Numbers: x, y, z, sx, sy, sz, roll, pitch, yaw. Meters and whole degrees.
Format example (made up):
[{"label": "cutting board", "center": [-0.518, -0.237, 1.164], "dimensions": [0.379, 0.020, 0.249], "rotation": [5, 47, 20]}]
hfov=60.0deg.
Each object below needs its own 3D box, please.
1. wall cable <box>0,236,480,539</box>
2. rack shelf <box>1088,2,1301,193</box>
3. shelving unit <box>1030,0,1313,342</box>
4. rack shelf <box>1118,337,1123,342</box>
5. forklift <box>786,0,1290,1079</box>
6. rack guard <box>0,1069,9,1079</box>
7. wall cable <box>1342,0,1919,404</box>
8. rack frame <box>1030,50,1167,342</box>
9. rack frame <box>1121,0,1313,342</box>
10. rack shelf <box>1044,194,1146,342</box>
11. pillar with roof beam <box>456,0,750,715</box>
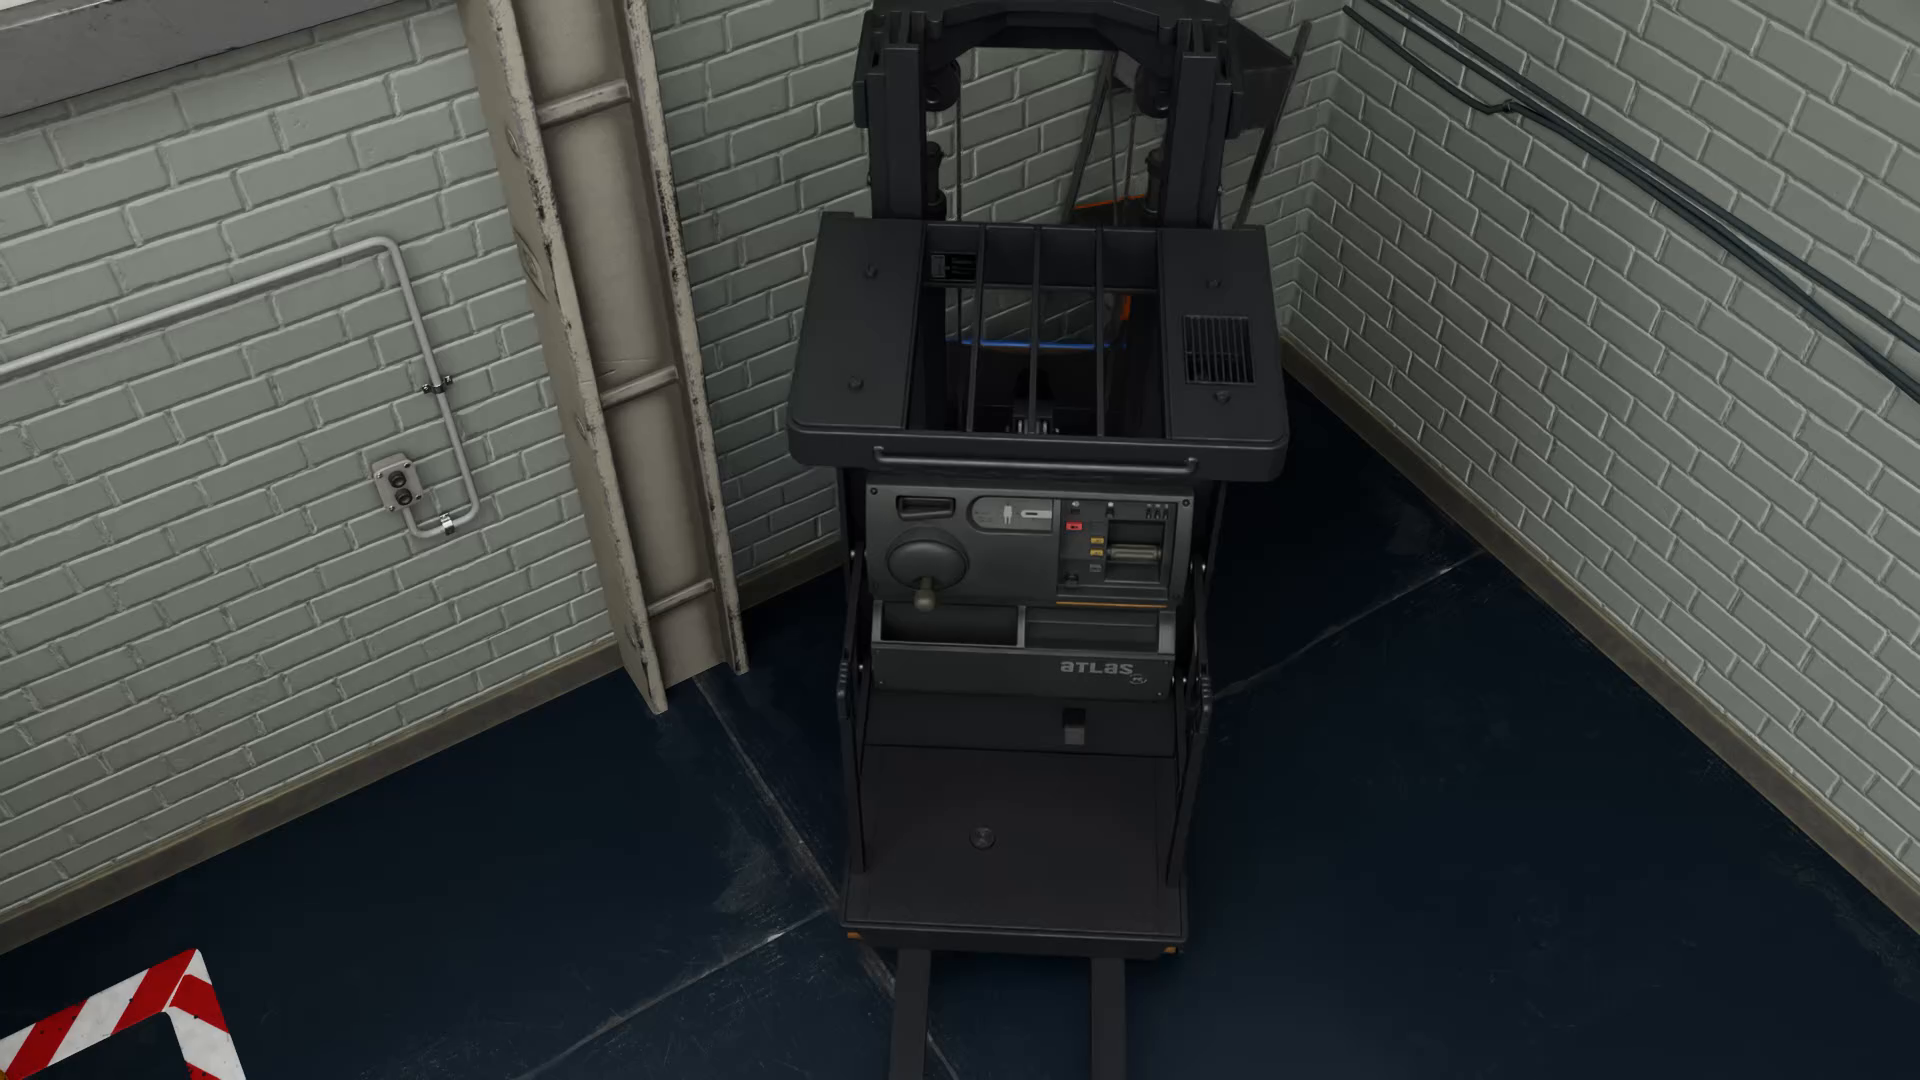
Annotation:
[{"label": "wall cable", "center": [-2.280, -0.351, 4.319], "dimensions": [1.851, 1.984, 0.084], "rotation": [-25, 53, -21]}, {"label": "rack shelf", "center": [0.777, -1.483, 5.671], "dimensions": [0.480, 0.518, 0.431], "rotation": [-17, 48, -32]}, {"label": "shelving unit", "center": [0.647, -0.967, 6.105], "dimensions": [0.503, 2.100, 0.431], "rotation": [-17, 48, -32]}, {"label": "rack shelf", "center": [0.512, -0.430, 6.556], "dimensions": [0.480, 0.518, 0.431], "rotation": [-17, 48, -32]}, {"label": "forklift", "center": [0.186, 0.124, 4.622], "dimensions": [1.130, 2.935, 3.031], "rotation": [2, 48, 2]}, {"label": "rack guard", "center": [-2.838, 1.916, 4.654], "dimensions": [0.348, 0.500, 1.175], "rotation": [-25, 53, -21]}, {"label": "wall cable", "center": [2.116, -1.896, 4.437], "dimensions": [0.112, 2.526, 3.097], "rotation": [-25, 53, -21]}, {"label": "rack frame", "center": [0.450, -0.907, 5.975], "dimensions": [0.015, 2.100, 0.400], "rotation": [-17, 48, -32]}, {"label": "rack frame", "center": [0.845, -1.026, 6.235], "dimensions": [0.015, 2.100, 0.400], "rotation": [-17, 48, -32]}, {"label": "rack shelf", "center": [0.645, -0.957, 6.113], "dimensions": [0.480, 0.518, 0.431], "rotation": [-17, 48, -32]}, {"label": "pillar with roof beam", "center": [1.260, 0.196, 0.495], "dimensions": [0.400, 9.000, 9.100], "rotation": [-25, 53, -21]}]
